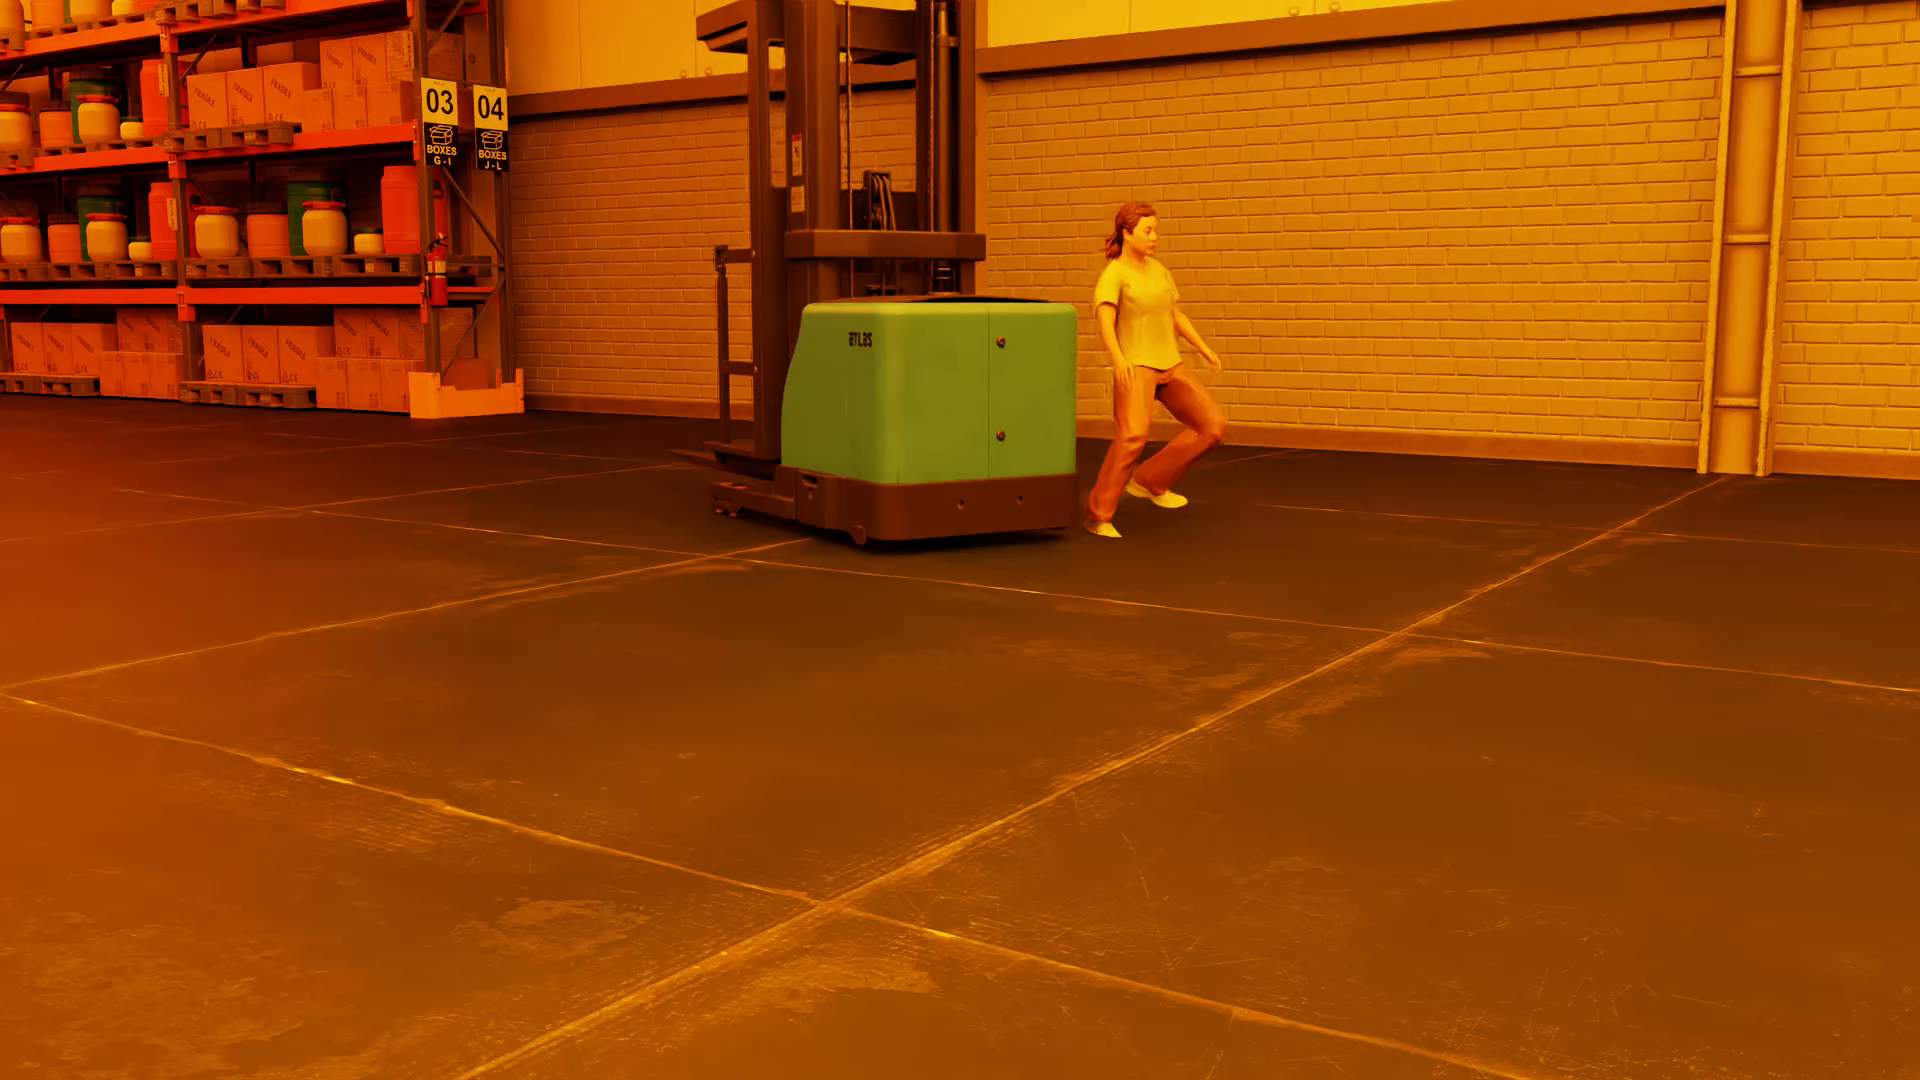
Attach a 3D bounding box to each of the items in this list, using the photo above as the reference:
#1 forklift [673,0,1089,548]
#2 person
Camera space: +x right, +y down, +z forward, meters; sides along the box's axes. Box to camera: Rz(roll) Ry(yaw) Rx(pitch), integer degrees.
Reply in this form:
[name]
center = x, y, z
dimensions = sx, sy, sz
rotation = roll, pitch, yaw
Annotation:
[forklift]
center = -0.603, -1.583, 8.326
dimensions = 1.130, 2.935, 3.031
rotation = -5, 9, -30
[person]
center = 1.046, -0.757, 7.811
dimensions = 0.814, 1.515, 0.702
rotation = -6, 10, -35
